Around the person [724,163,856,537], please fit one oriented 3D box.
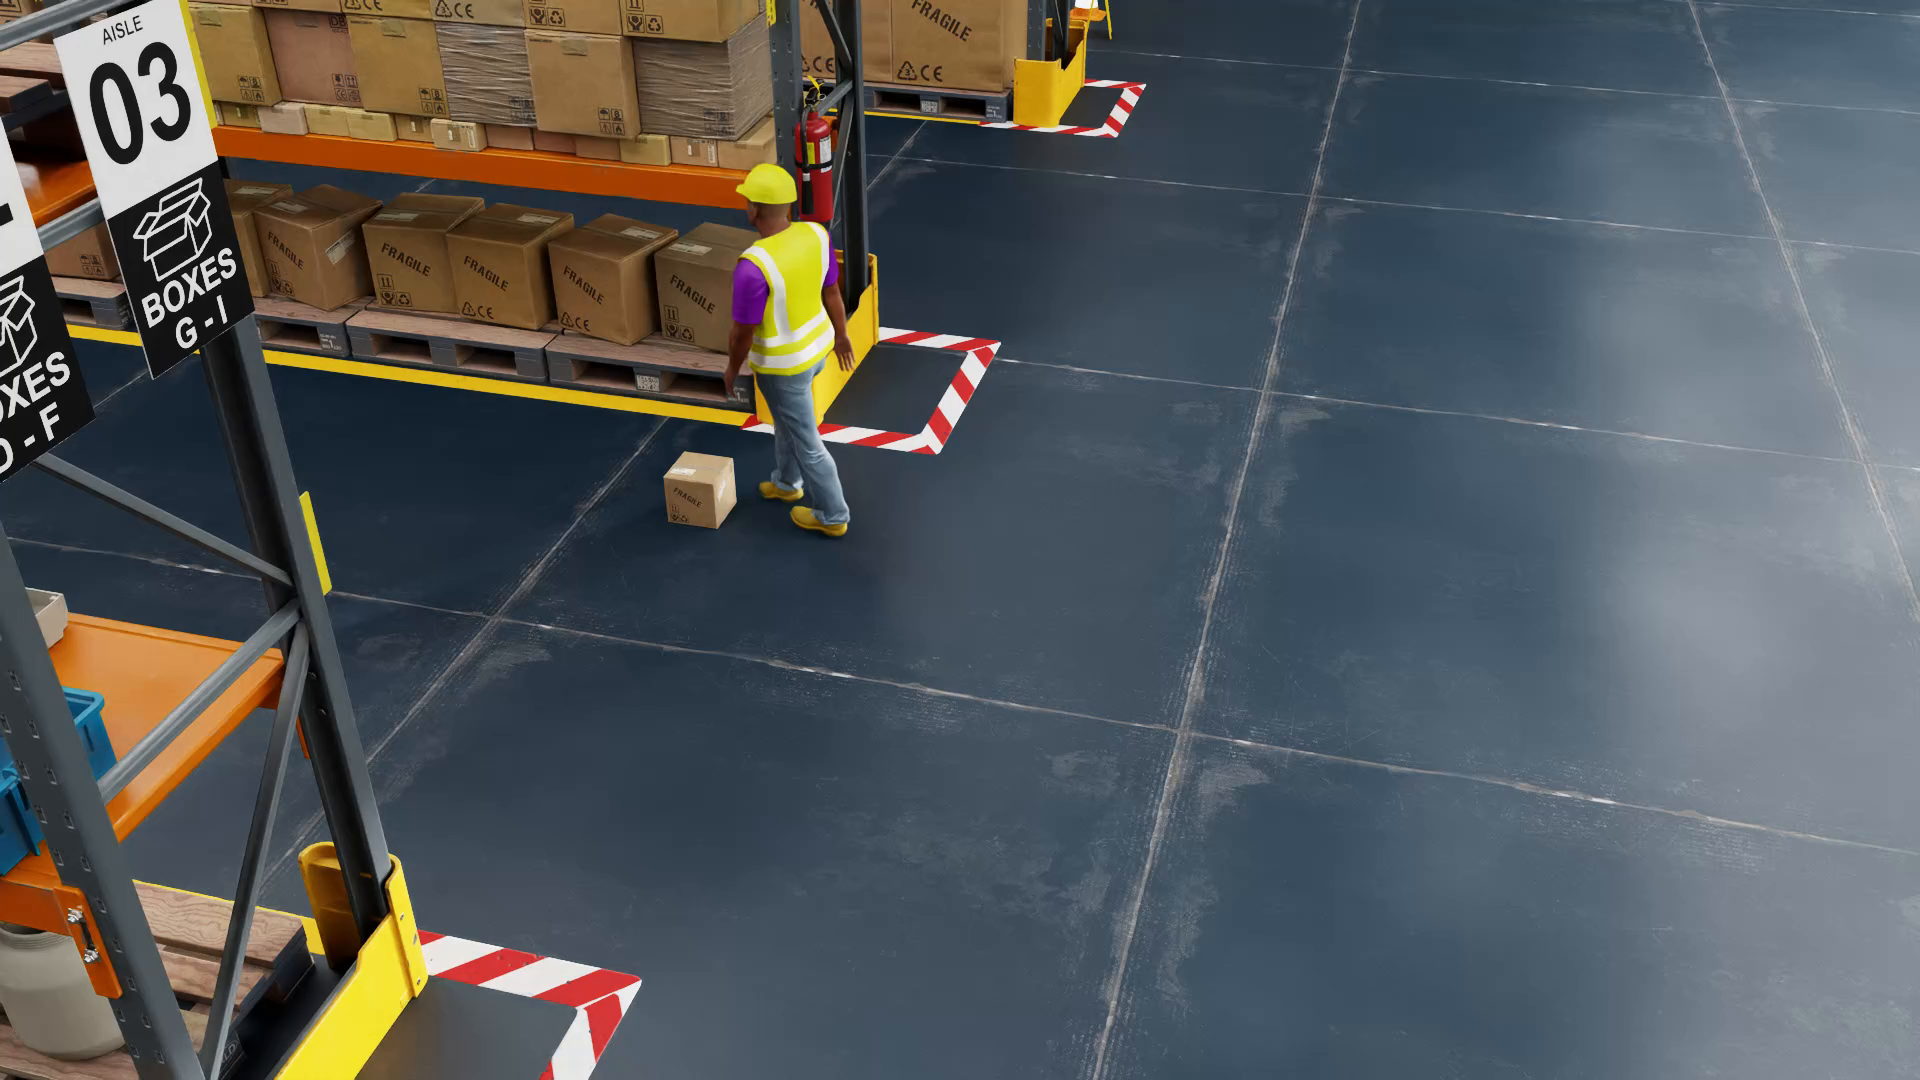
[{"bbox_3d":[-0.810,-0.814,7.389,0.641,1.789,0.627,17,36,24],"label":"person"}]
